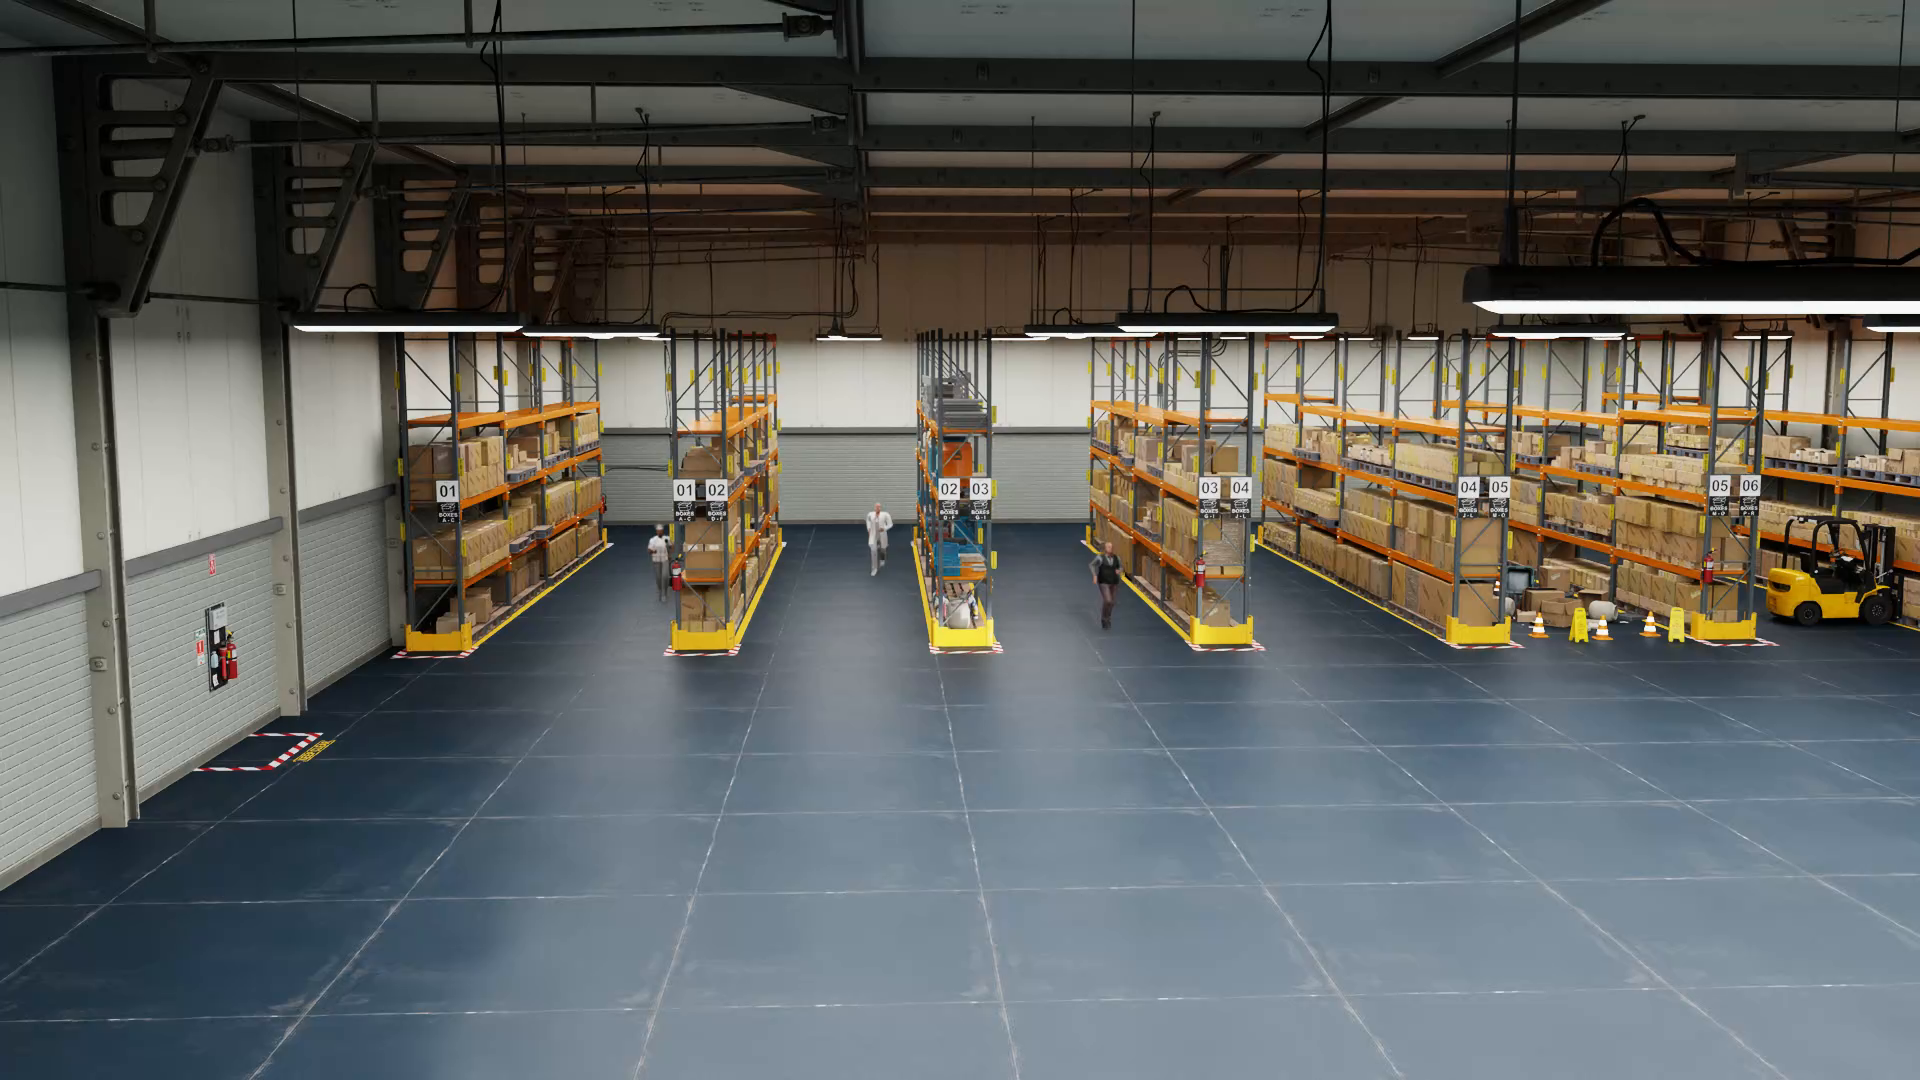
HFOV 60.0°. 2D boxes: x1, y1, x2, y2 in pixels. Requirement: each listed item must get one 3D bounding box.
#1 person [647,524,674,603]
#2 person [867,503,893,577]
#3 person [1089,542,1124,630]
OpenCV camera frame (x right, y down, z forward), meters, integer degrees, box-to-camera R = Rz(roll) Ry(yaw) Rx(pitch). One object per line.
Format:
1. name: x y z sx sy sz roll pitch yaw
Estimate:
1. person: -6.683 0.494 37.131 0.576 1.719 0.890 -1 7 -7
2. person: -2.012 -0.043 41.557 0.670 1.795 1.220 0 7 1
3. person: 2.995 0.927 33.558 0.628 1.764 0.732 -2 7 -19
